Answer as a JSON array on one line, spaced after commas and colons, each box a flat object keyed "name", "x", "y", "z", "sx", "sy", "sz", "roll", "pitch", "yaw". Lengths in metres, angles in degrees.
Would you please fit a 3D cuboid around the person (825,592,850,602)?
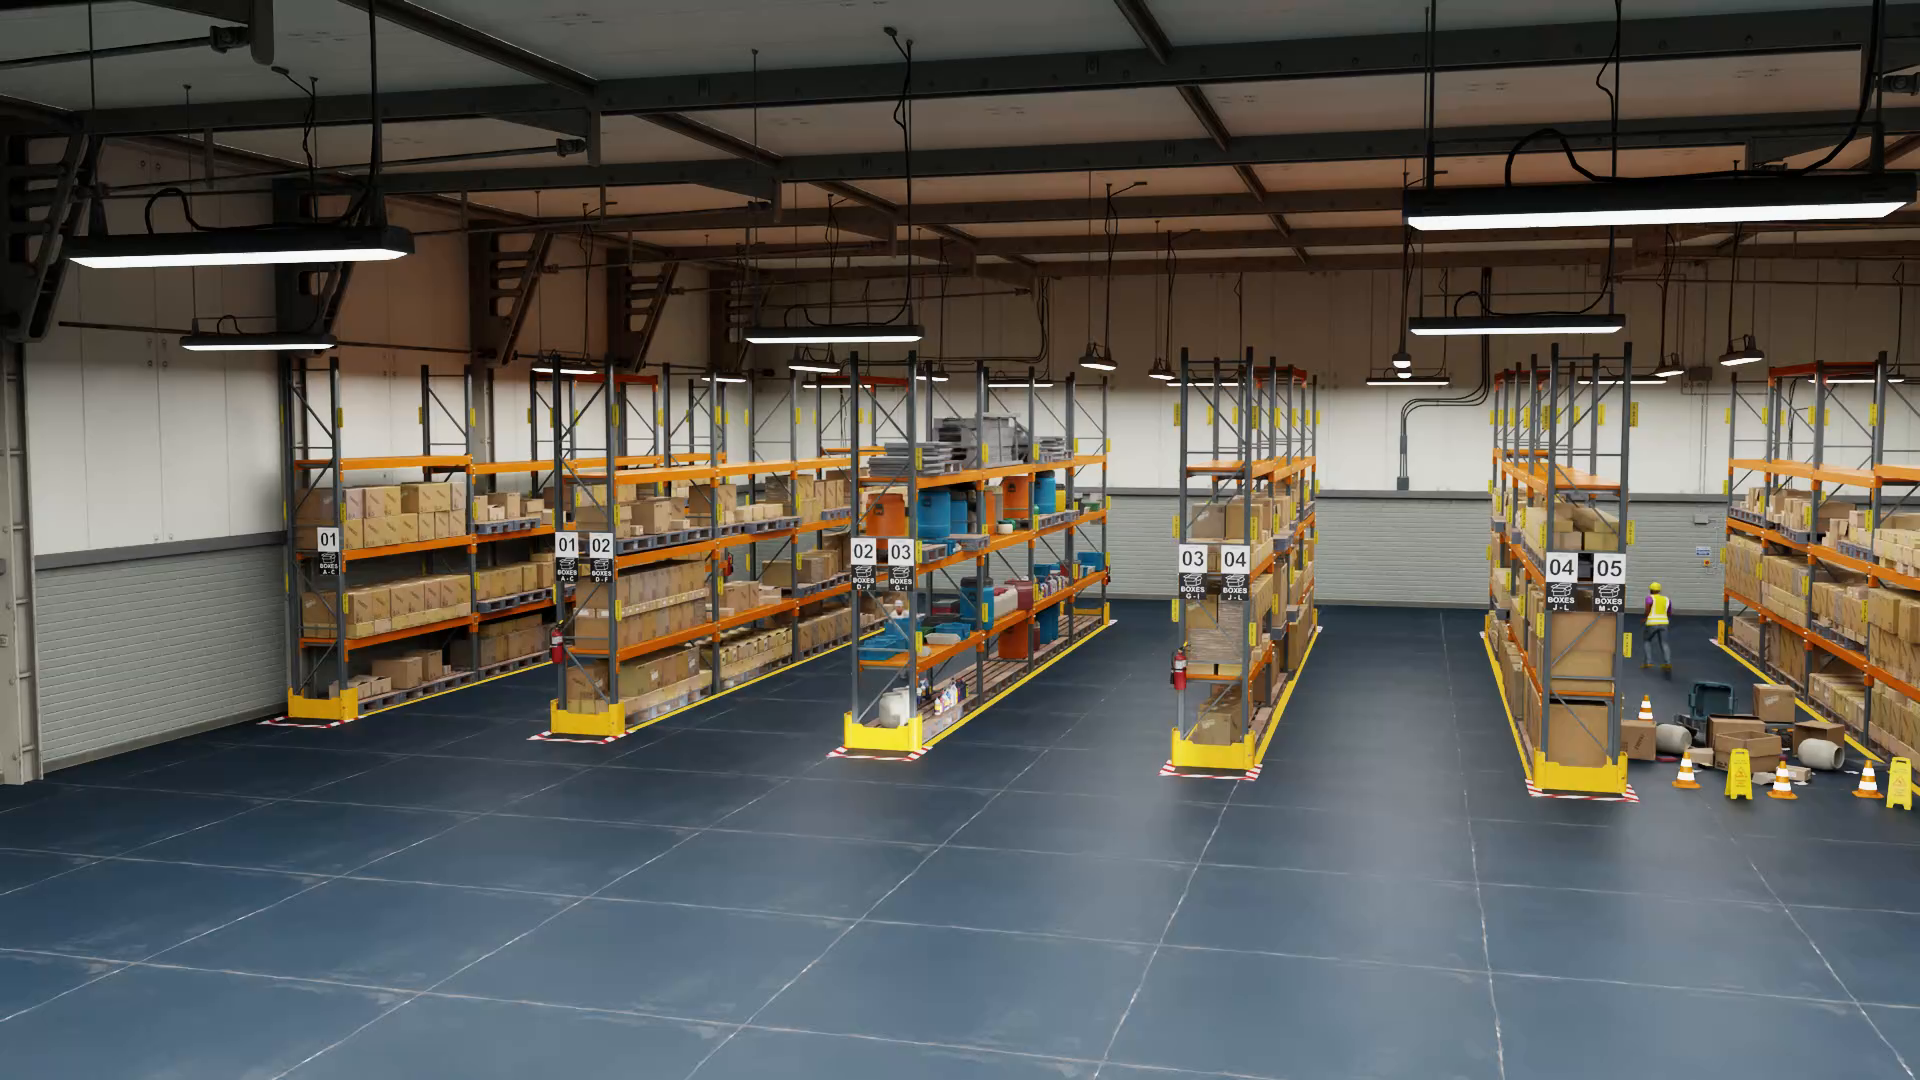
[{"name": "person", "x": -3.095, "y": 1.026, "z": 43.688, "sx": 1.107, "sy": 1.480, "sz": 0.597, "roll": 4, "pitch": 6, "yaw": 44}]

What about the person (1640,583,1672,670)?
[{"name": "person", "x": 13.794, "y": 1.724, "z": 32.915, "sx": 0.714, "sy": 1.734, "sz": 0.983, "roll": 0, "pitch": 4, "yaw": -1}]

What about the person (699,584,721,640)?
[{"name": "person", "x": -5.246, "y": 1.656, "z": 34.738, "sx": 0.697, "sy": 1.593, "sz": 0.896, "roll": 0, "pitch": 4, "yaw": 0}]

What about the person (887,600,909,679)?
[{"name": "person", "x": -1.101, "y": 1.903, "z": 31.717, "sx": 0.603, "sy": 1.556, "sz": 0.768, "roll": 1, "pitch": 4, "yaw": 7}]
